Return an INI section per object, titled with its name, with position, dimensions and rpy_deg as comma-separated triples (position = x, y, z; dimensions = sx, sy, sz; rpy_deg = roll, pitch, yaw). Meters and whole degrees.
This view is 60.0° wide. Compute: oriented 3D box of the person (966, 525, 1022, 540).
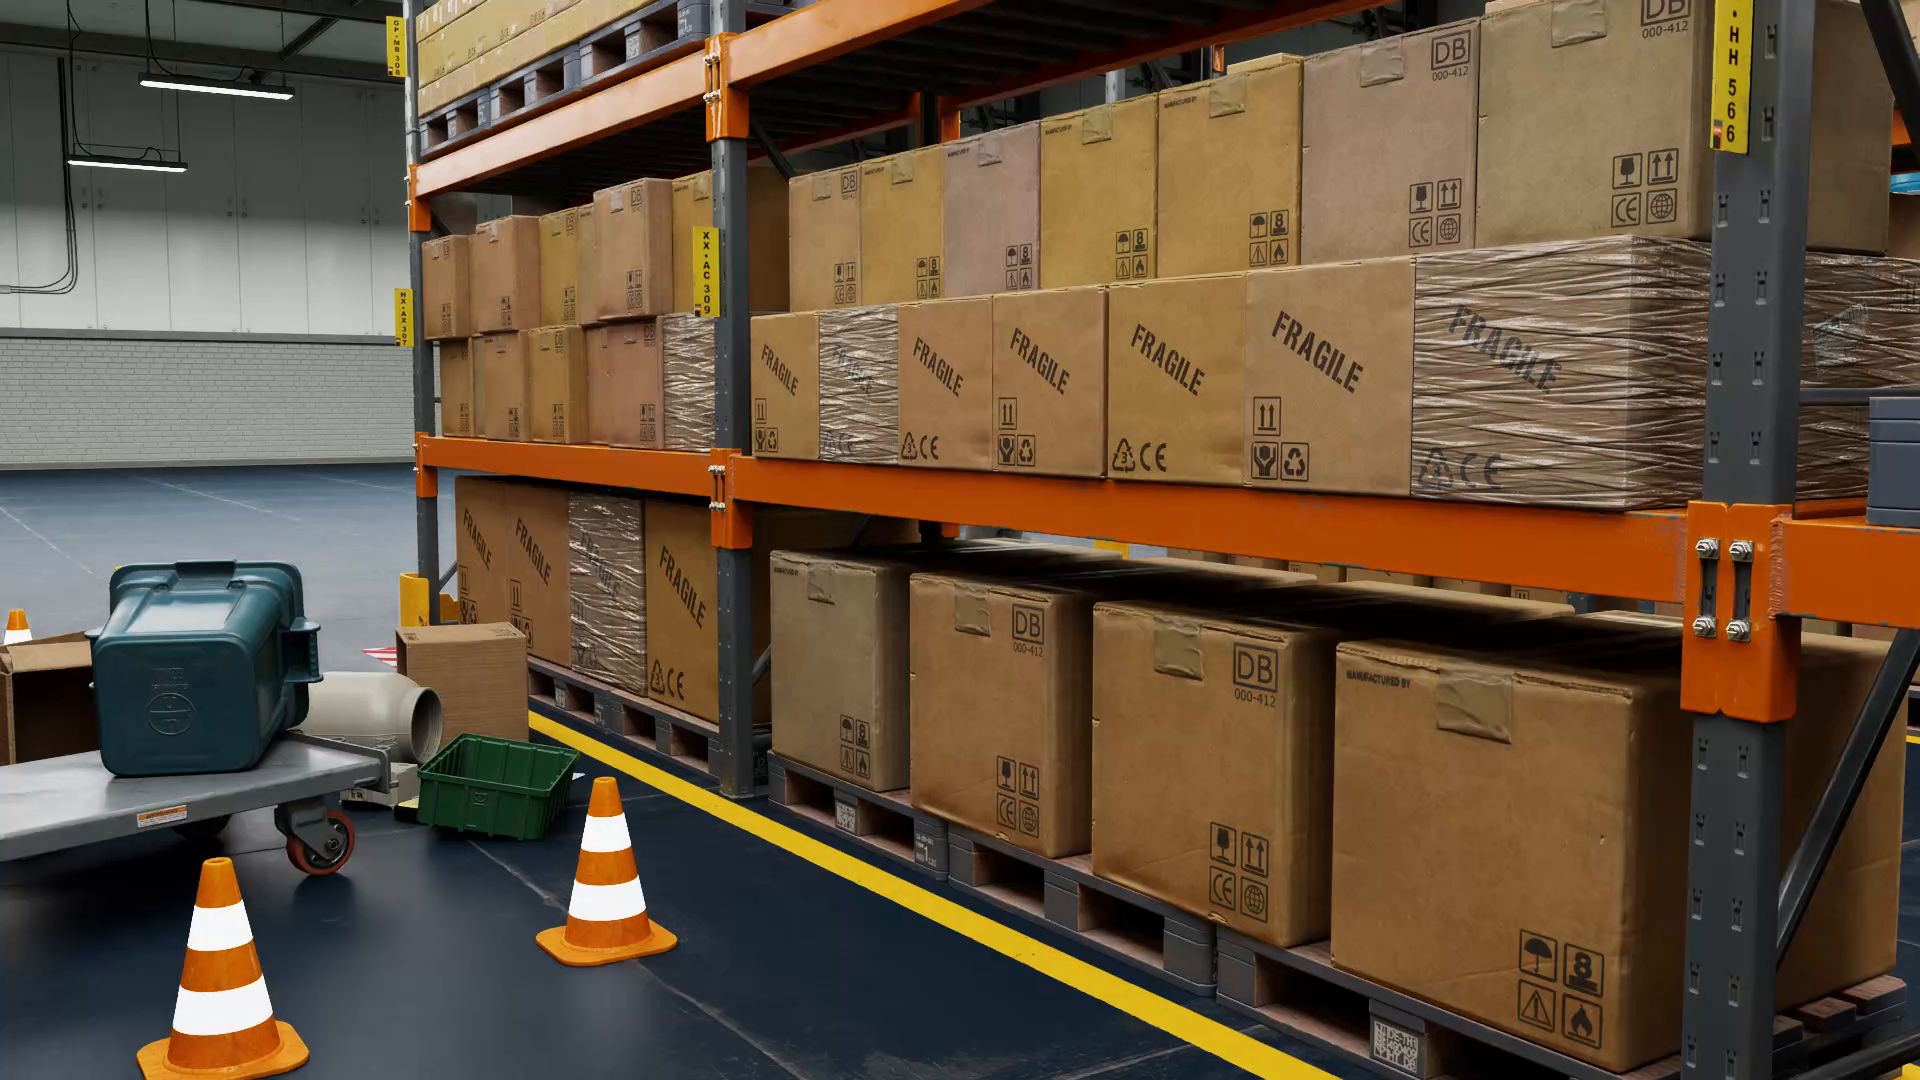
[person]
position = 0.159, -0.180, 10.125
dimensions = 0.433, 1.691, 0.516
rpy_deg = -3, 6, -35
